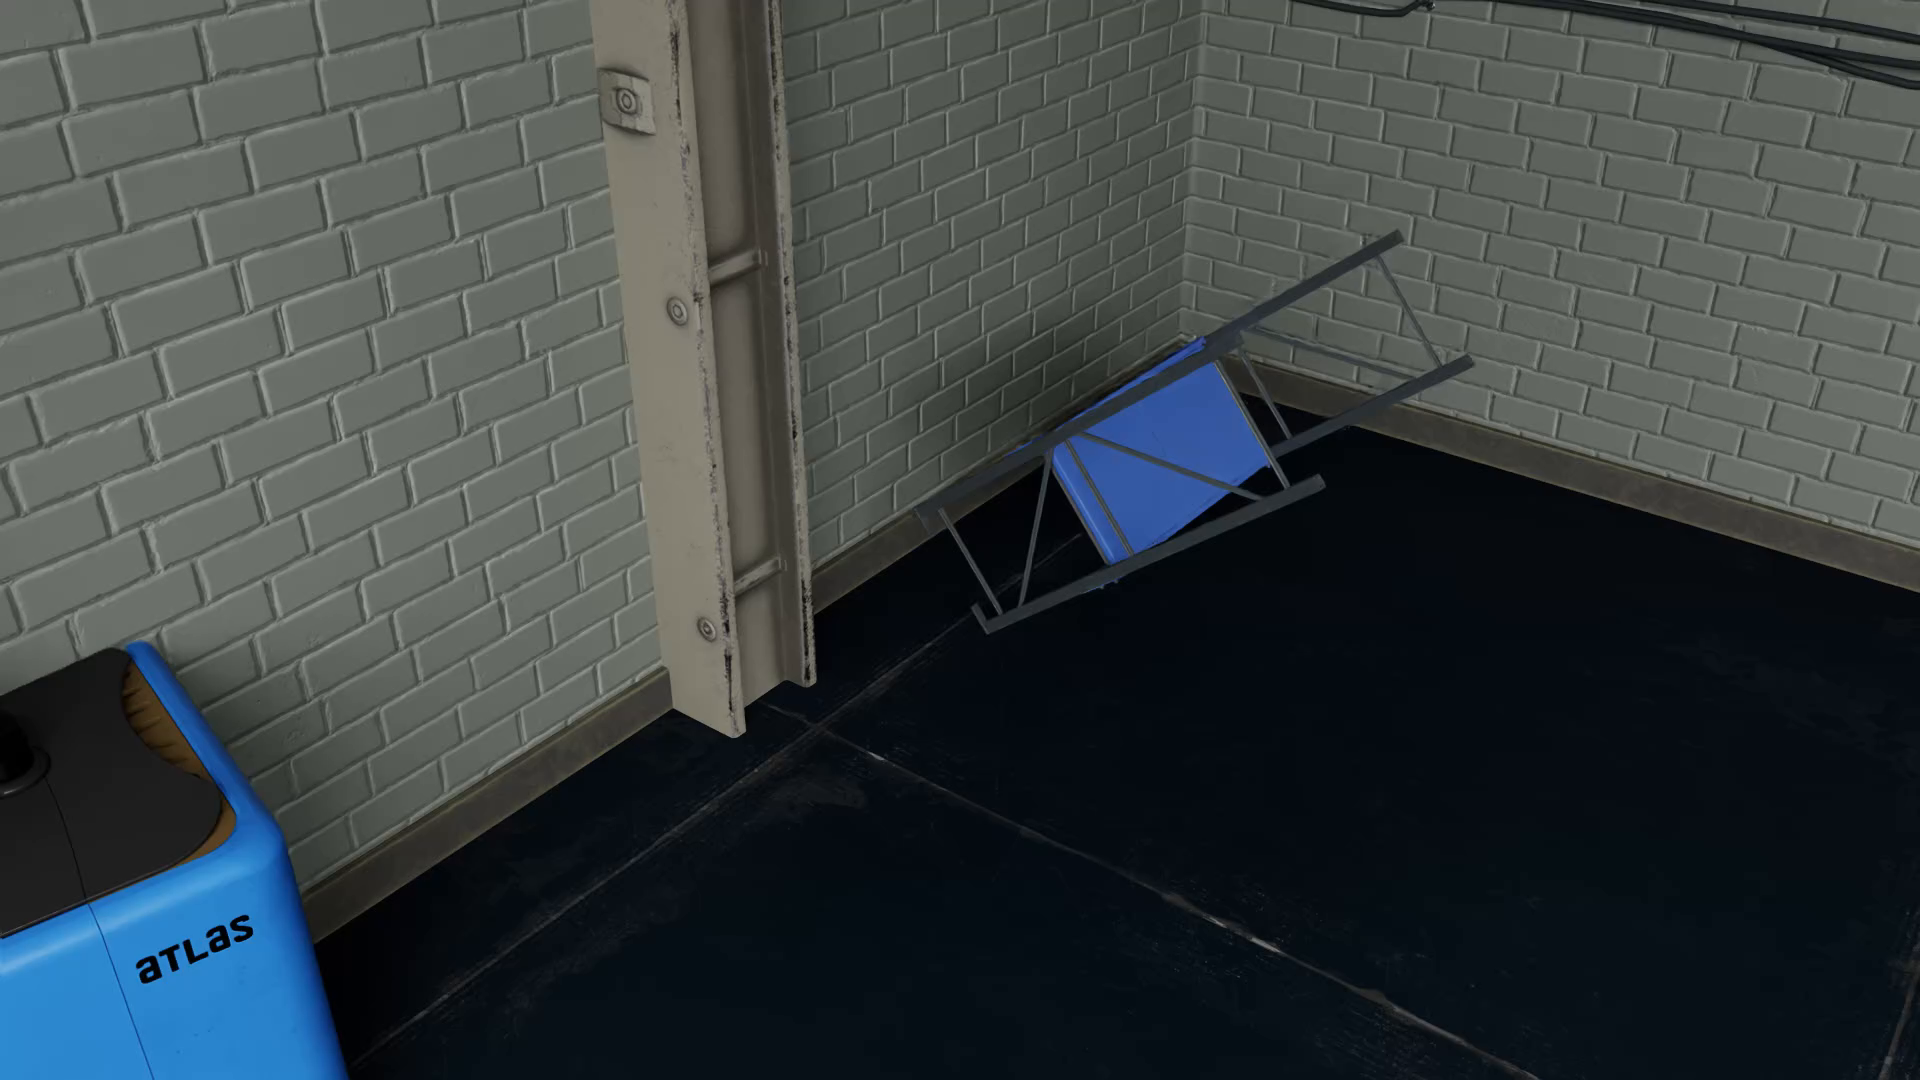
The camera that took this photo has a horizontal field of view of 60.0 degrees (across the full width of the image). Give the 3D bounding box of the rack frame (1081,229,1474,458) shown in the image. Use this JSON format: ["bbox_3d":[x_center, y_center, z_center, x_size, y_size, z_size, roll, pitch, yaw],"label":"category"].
[{"bbox_3d":[1.054,-0.537,5.837,0.032,0.500,1.500,-33,4,-43],"label":"rack frame"}]

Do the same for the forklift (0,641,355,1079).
[{"bbox_3d":[-2.763,0.512,2.511,3.031,2.935,1.130,-22,37,-33],"label":"forklift"}]

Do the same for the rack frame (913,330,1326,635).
[{"bbox_3d":[0.428,-0.128,5.148,0.032,0.500,1.500,-33,4,-43],"label":"rack frame"}]

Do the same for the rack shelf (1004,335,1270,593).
[{"bbox_3d":[0.632,-0.277,5.624,1.000,0.538,0.185,-33,4,-43],"label":"rack shelf"}]

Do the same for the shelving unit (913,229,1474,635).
[{"bbox_3d":[0.741,-0.332,5.493,1.048,0.538,1.500,-33,4,-43],"label":"shelving unit"}]

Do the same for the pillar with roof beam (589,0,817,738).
[{"bbox_3d":[2.725,-2.052,0.886,9.100,9.000,0.400,21,37,31],"label":"pillar with roof beam"}]
